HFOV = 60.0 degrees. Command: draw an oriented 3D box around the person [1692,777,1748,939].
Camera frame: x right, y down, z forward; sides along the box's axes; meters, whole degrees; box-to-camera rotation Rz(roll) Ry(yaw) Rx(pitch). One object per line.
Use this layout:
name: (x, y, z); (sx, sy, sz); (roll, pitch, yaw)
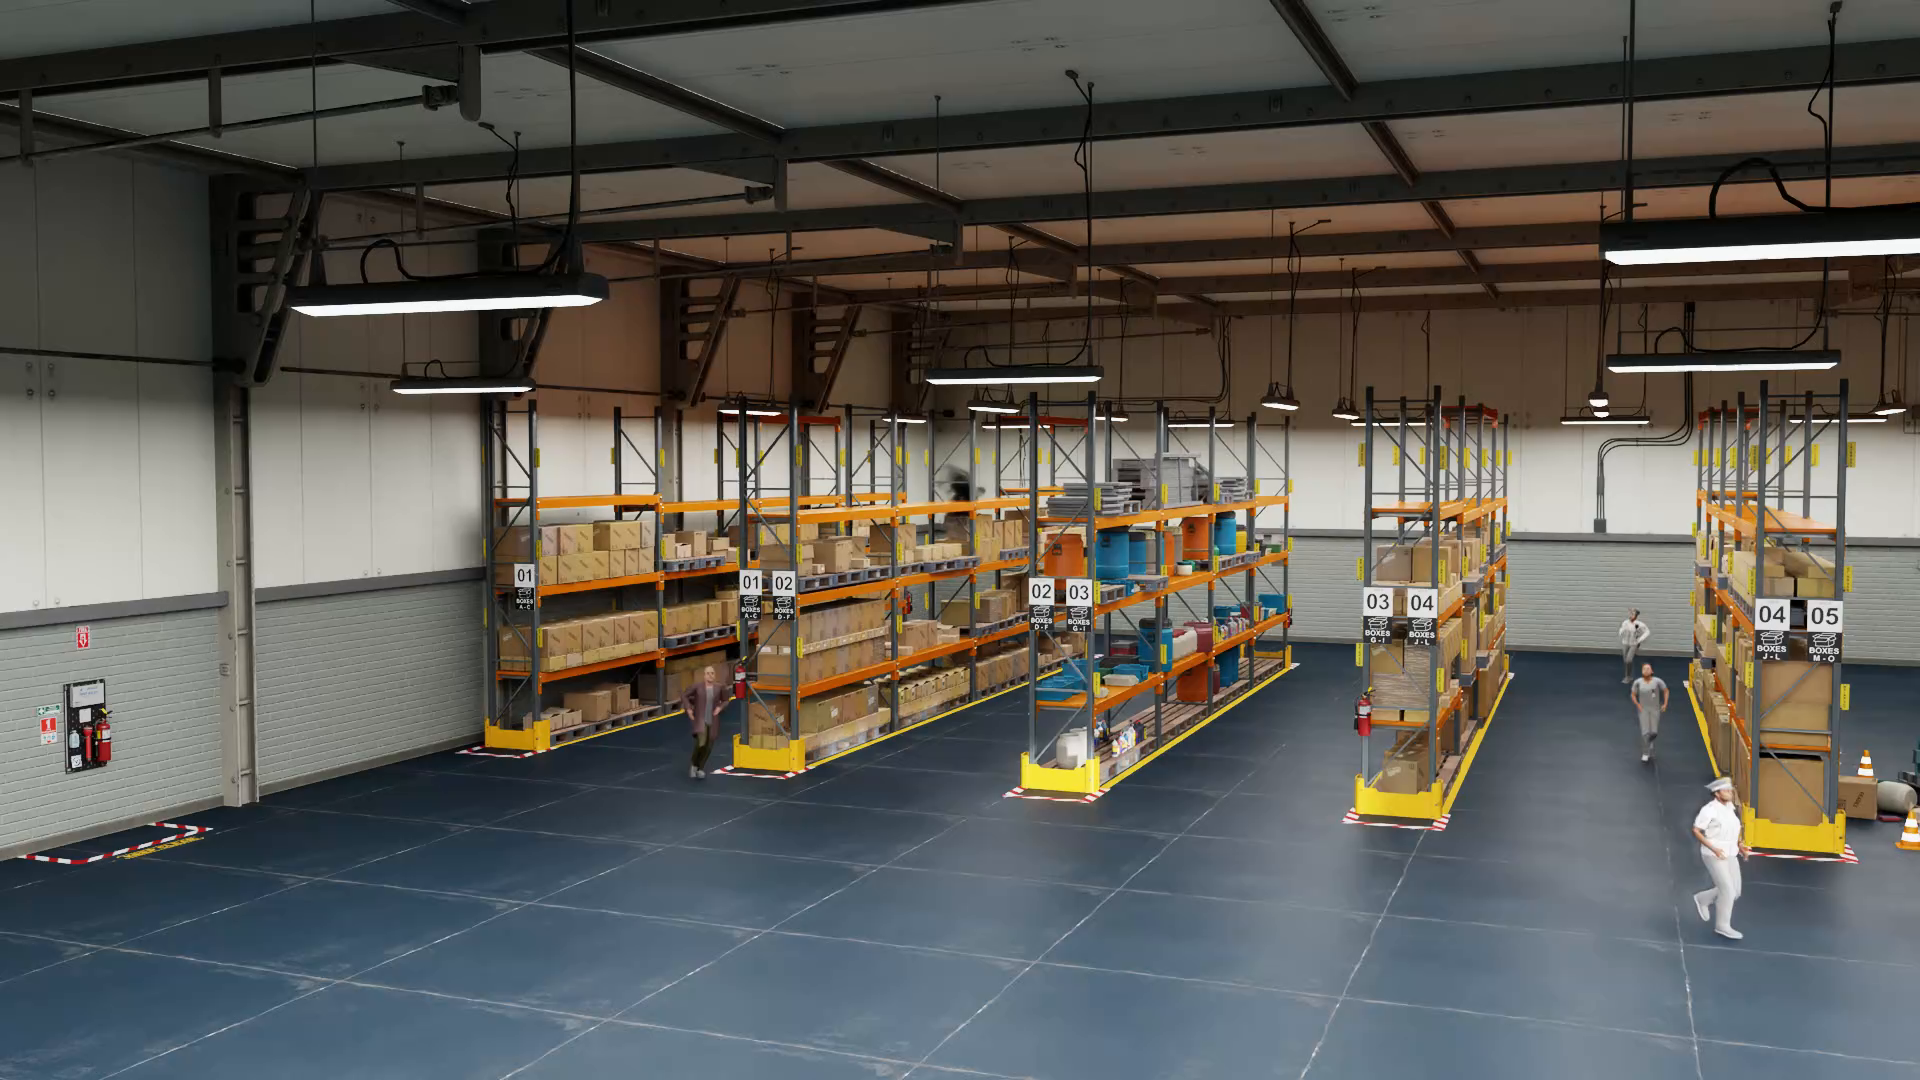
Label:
person: (7.946, 3.304, 17.504); (0.600, 1.670, 0.628); (-2, 3, -29)

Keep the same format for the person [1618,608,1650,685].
person: (14.862, 2.361, 36.785); (0.685, 1.725, 0.615); (-2, 4, -40)

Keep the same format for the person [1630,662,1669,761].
person: (11.415, 2.837, 27.549); (0.584, 1.631, 0.632); (1, 3, 24)

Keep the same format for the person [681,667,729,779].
person: (-3.949, 2.850, 25.938); (0.738, 1.750, 0.611); (-1, 3, -23)
